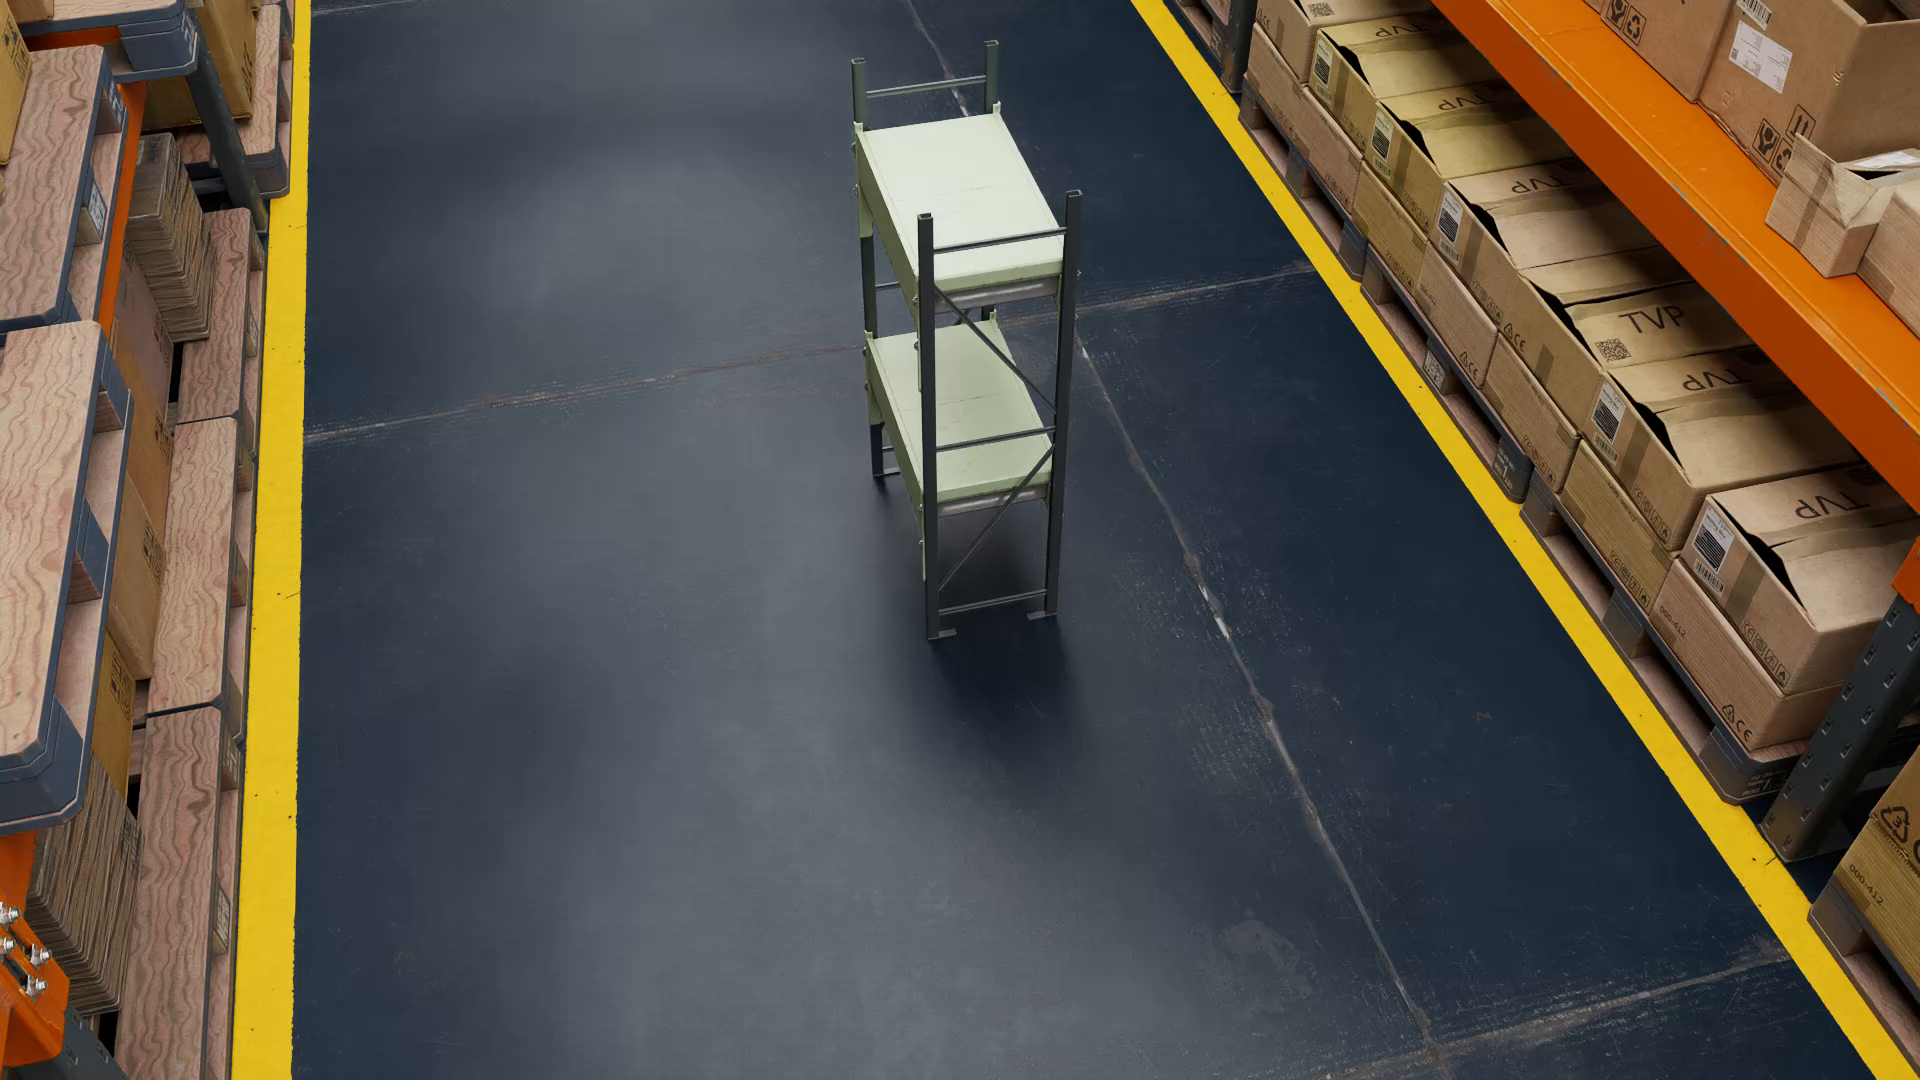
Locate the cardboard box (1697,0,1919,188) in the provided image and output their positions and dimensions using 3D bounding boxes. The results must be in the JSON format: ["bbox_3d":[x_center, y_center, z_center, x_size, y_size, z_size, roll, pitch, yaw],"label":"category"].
[{"bbox_3d":[2.333,-1.253,4.308,0.500,0.500,0.500,-8,46,-7],"label":"cardboard box"}]

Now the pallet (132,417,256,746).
[{"bbox_3d":[-2.656,0.182,4.924,1.003,0.211,1.213,-11,47,-10],"label":"pallet"}]

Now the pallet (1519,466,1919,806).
[{"bbox_3d":[2.422,0.153,4.952,1.003,0.211,1.213,-11,47,-10],"label":"pallet"}]

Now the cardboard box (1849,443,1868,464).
[{"bbox_3d":[2.661,-0.380,4.760,0.500,0.311,0.500,-11,47,-11],"label":"cardboard box"}]

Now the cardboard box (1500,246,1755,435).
[{"bbox_3d":[2.003,-0.632,5.008,0.500,0.311,0.500,-11,47,-10],"label":"cardboard box"}]

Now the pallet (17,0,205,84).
[{"bbox_3d":[-2.878,-1.635,4.886,1.213,0.211,1.003,-11,47,-10],"label":"pallet"}]

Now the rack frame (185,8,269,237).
[{"bbox_3d":[-3.163,-2.175,5.281,1.000,3.000,0.127,-11,47,-10],"label":"rack frame"}]

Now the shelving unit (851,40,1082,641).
[{"bbox_3d":[0.002,-0.520,4.710,0.431,1.500,0.755,-11,47,-10],"label":"shelving unit"}]

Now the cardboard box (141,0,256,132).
[{"bbox_3d":[-3.224,-2.101,6.420,0.750,0.750,0.750,-11,47,-11],"label":"cardboard box"}]

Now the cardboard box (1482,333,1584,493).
[{"bbox_3d":[2.003,-0.442,5.214,0.500,0.250,0.500,-10,46,-9],"label":"cardboard box"}]

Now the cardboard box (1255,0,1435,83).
[{"bbox_3d":[1.475,-2.049,6.396,0.500,0.311,0.500,-9,46,-9],"label":"cardboard box"}]

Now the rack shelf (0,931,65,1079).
[{"bbox_3d":[-1.627,2.220,1.478,1.077,0.370,4.000,-11,47,-10],"label":"rack shelf"}]

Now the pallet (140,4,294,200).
[{"bbox_3d":[-3.292,-1.757,6.824,1.003,0.211,1.213,-11,47,-10],"label":"pallet"}]

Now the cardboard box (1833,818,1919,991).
[{"bbox_3d":[2.474,0.870,3.929,0.500,0.250,0.500,-11,47,-10],"label":"cardboard box"}]

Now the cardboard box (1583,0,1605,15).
[{"bbox_3d":[2.070,-1.963,5.003,0.500,0.500,0.500,-13,47,-12],"label":"cardboard box"}]

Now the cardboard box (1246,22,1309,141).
[{"bbox_3d":[1.475,-1.852,6.596,0.500,0.250,0.500,-11,47,-10],"label":"cardboard box"}]

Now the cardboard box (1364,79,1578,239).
[{"bbox_3d":[1.746,-1.335,5.697,0.500,0.311,0.500,-12,47,-11],"label":"cardboard box"}]

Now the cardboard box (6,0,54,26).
[{"bbox_3d":[-2.864,-1.660,4.399,0.700,0.500,0.500,-15,47,-14],"label":"cardboard box"}]

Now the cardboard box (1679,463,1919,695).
[{"bbox_3d":[2.268,0.071,4.319,0.500,0.311,0.500,-11,47,-10],"label":"cardboard box"}]

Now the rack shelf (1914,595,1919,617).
[{"bbox_3d":[3.161,1.311,2.368,1.077,0.370,4.000,-11,47,-10],"label":"rack shelf"}]

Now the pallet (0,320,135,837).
[{"bbox_3d":[-2.194,0.100,3.186,1.003,0.211,1.213,-11,47,-10],"label":"pallet"}]

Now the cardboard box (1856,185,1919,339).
[{"bbox_3d":[2.480,-0.601,3.844,0.500,0.250,0.500,-8,46,-8],"label":"cardboard box"}]

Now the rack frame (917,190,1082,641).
[{"bbox_3d":[0.095,-0.268,4.462,0.400,1.500,0.023,-11,47,-10],"label":"rack frame"}]

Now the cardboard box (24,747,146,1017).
[{"bbox_3d":[-2.343,0.803,3.805,0.700,0.500,0.500,-9,46,-9],"label":"cardboard box"}]

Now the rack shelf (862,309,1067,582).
[{"bbox_3d":[0.002,-0.292,4.943,0.431,0.370,0.720,-11,47,-10],"label":"rack shelf"}]

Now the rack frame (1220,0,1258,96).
[{"bbox_3d":[1.625,-3.083,6.171,1.000,3.000,0.127,-11,47,-10],"label":"rack frame"}]

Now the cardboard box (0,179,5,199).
[{"bbox_3d":[-2.571,-0.796,3.551,0.700,0.500,0.500,-5,46,-5],"label":"cardboard box"}]

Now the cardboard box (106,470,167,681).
[{"bbox_3d":[-2.616,0.096,4.498,0.700,0.500,0.500,-10,46,-10],"label":"cardboard box"}]

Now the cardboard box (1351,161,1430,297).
[{"bbox_3d":[1.743,-1.148,5.906,0.500,0.250,0.500,-12,47,-11],"label":"cardboard box"}]

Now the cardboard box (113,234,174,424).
[{"bbox_3d":[-2.909,-0.589,5.169,0.700,0.500,0.500,-11,47,-10],"label":"cardboard box"}]

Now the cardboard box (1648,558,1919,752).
[{"bbox_3d":[2.262,0.261,4.525,0.500,0.250,0.500,-11,47,-11],"label":"cardboard box"}]

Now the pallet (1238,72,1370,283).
[{"bbox_3d":[1.798,-1.531,6.603,1.003,0.211,1.213,-11,47,-10],"label":"pallet"}]
